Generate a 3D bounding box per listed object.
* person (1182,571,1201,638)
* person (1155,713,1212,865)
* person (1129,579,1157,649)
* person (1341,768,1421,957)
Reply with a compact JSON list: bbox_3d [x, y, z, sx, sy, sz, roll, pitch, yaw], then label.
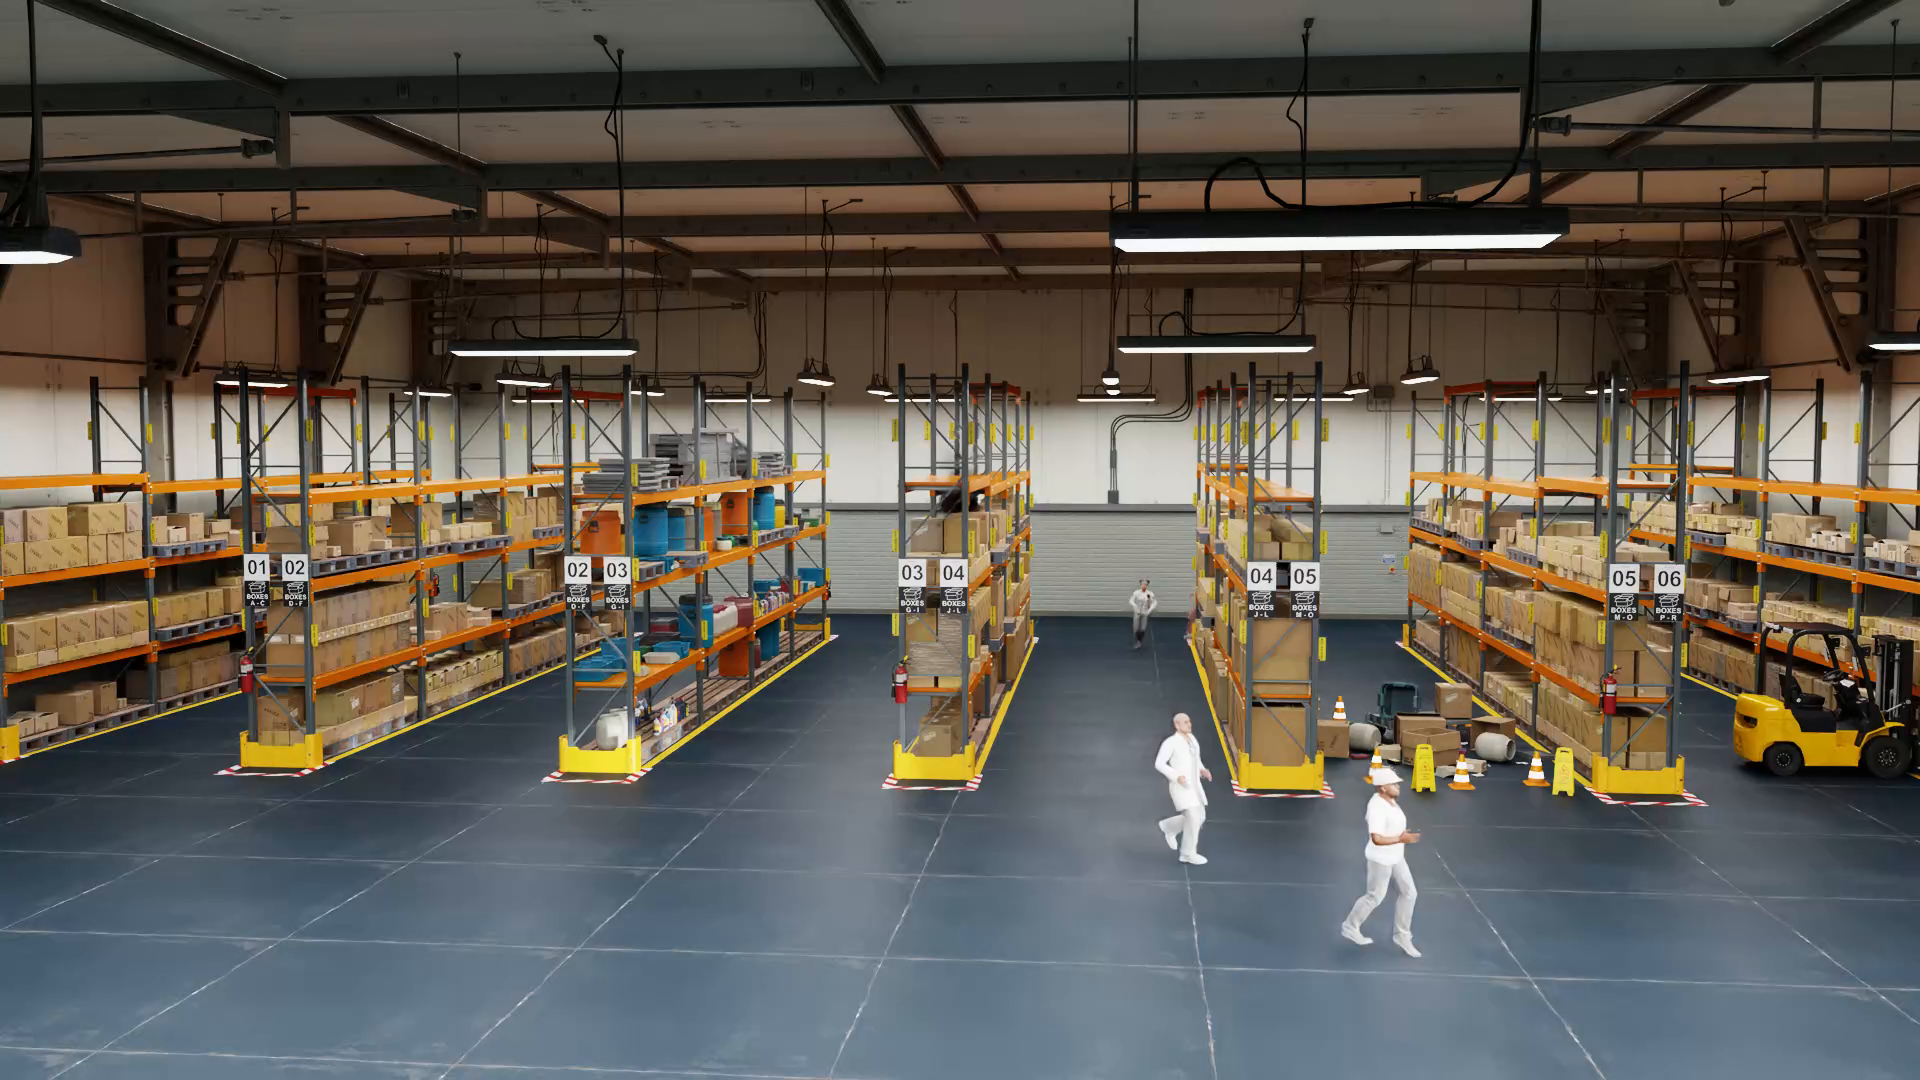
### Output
[{"bbox_3d":[5.858,1.568,40.623,0.847,1.702,0.622,0,4,-4],"label":"person"},{"bbox_3d":[2.587,2.887,19.440,0.713,1.729,0.753,-4,5,-45],"label":"person"},{"bbox_3d":[4.226,1.711,38.500,0.633,1.647,0.540,1,4,12],"label":"person"},{"bbox_3d":[4.064,3.099,15.973,0.787,1.831,0.676,2,4,34],"label":"person"}]
